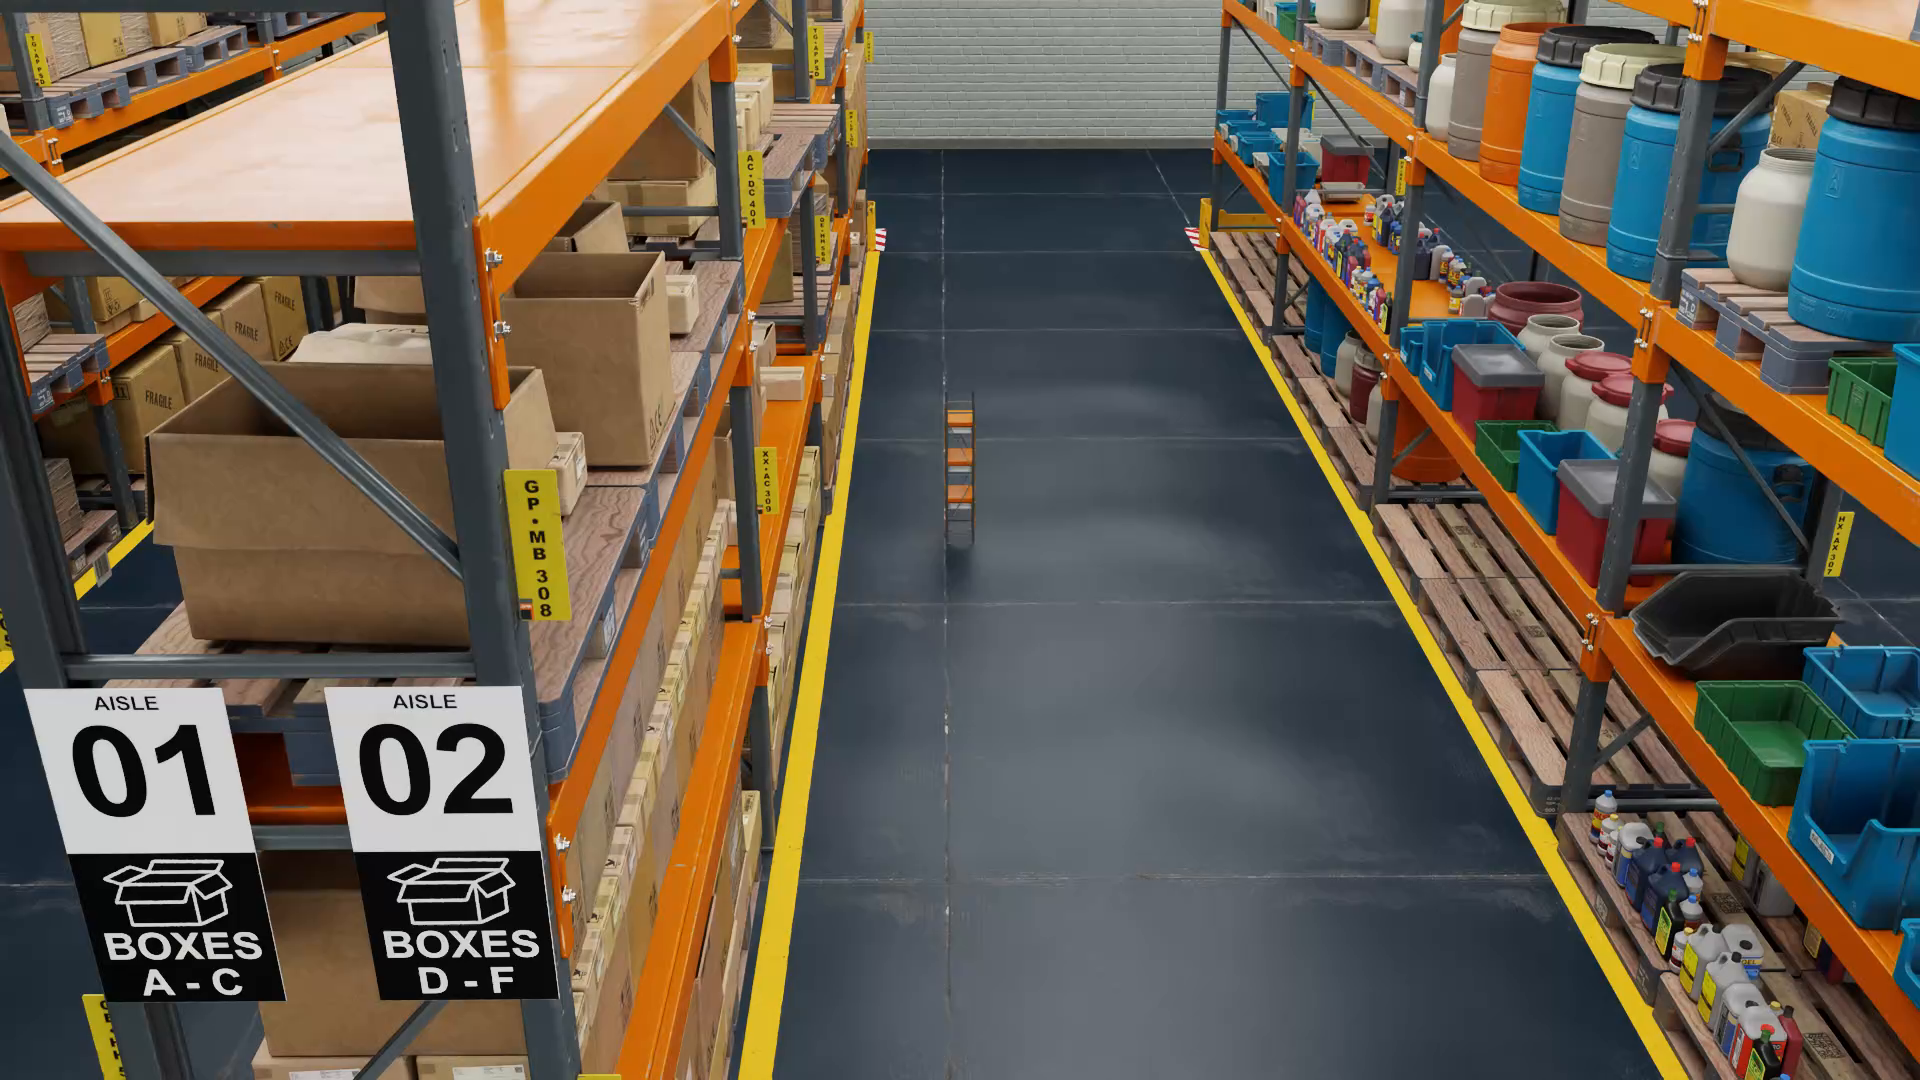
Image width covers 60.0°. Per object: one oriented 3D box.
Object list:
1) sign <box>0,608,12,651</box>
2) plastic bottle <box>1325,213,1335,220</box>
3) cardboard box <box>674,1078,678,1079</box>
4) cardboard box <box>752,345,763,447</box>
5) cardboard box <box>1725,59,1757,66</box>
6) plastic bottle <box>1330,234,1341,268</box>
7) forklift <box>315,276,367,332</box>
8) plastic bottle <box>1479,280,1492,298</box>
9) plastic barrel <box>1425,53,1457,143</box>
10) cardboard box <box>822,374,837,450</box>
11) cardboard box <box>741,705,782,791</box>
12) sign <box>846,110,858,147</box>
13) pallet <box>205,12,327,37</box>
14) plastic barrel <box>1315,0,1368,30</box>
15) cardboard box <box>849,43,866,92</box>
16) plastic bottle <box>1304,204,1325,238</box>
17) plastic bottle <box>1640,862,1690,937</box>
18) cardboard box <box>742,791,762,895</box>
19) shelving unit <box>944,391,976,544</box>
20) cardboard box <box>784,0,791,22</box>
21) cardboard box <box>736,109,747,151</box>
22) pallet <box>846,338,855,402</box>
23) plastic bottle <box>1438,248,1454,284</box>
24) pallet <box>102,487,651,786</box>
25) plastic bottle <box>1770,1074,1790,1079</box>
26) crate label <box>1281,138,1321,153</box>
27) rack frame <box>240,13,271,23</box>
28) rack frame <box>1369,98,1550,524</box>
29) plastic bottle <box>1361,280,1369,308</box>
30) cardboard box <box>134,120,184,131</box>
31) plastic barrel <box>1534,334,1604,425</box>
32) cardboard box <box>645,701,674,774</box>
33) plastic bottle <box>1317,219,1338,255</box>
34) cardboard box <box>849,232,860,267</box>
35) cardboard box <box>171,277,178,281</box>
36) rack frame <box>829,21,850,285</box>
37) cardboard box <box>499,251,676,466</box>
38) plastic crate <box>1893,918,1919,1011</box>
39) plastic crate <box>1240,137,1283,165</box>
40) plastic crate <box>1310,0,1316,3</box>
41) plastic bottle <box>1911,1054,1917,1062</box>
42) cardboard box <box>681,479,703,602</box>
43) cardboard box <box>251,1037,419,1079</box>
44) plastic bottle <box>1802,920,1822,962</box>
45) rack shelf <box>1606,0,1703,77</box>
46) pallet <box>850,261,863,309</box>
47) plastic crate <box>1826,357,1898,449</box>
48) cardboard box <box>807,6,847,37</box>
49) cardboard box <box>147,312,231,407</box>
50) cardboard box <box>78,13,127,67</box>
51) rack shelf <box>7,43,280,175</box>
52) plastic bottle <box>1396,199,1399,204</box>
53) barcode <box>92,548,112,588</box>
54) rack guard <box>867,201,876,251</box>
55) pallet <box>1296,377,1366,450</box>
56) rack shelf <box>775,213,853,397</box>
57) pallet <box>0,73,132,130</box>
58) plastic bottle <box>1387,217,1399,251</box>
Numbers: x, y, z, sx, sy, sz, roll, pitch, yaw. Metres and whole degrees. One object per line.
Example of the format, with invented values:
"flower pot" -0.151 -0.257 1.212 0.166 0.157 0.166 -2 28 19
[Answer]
"sign" -1.931 0.077 3.322 0.100 0.325 0.005 0 24 -1
"plastic bottle" 3.187 -2.726 14.379 0.097 0.201 0.097 0 24 0
"cardboard box" -1.179 2.106 5.371 0.500 0.500 0.500 0 24 -1
"cardboard box" -1.441 -0.837 9.839 0.500 0.500 0.500 -2 24 -3
"cardboard box" 8.084 -4.826 17.691 0.500 0.500 0.500 -1 24 -2
"plastic bottle" 3.046 -2.335 13.430 0.097 0.271 0.097 0 24 0
"forklift" -3.386 -1.034 10.479 1.130 2.935 3.031 -10 26 -21
"plastic bottle" 3.838 -1.766 12.155 0.061 0.283 0.133 0 24 -1
"plastic barrel" 3.175 -2.792 10.507 0.421 0.512 0.421 0 24 0
"cardboard box" -1.206 -0.949 12.707 0.500 0.500 0.500 -1 24 -2
"cardboard box" -1.188 1.060 8.594 0.500 0.250 0.500 -1 24 -2
"sign" -0.964 -3.662 14.803 0.100 0.325 0.005 0 24 -1
"pallet" -6.471 -4.771 15.126 1.003 0.211 1.213 0 24 -1
"plastic barrel" 3.189 -4.554 13.864 0.433 0.535 0.433 0 24 0
"cardboard box" -1.283 -5.098 18.047 0.500 0.500 0.500 0 24 -1
"plastic bottle" 3.062 -2.752 14.345 0.152 0.276 0.135 0 24 -1
"plastic bottle" 3.117 1.564 7.333 0.144 0.351 0.185 -1 24 -3
"cardboard box" -1.208 1.417 7.804 0.500 0.250 0.500 0 24 -1
"shelving unit" -0.001 -0.500 11.582 0.215 1.050 0.252 0 24 -1
"cardboard box" -1.485 -3.951 11.870 0.500 0.500 0.500 0 24 -1
"cardboard box" -1.391 -2.112 8.813 0.500 0.250 0.500 -2 24 -5
"pallet" -1.472 -1.525 14.866 1.003 0.211 1.213 0 24 -1
"plastic bottle" 3.810 -2.148 13.016 0.097 0.271 0.097 0 24 0
"pallet" -1.370 0.196 4.144 1.003 0.211 1.213 0 24 -1
"plastic bottle" 3.107 2.113 6.300 0.097 0.201 0.097 0 24 0
"crate label" 3.597 -4.138 17.506 0.396 0.136 0.243 0 24 -1
"rack frame" -6.472 -5.840 13.744 1.000 3.000 0.127 0 24 -1
"rack frame" 3.478 -1.503 11.434 1.000 3.000 0.127 0 24 -1
"plastic bottle" 3.058 -1.841 12.421 0.097 0.201 0.097 0 24 0
"cardboard box" -6.728 -3.448 14.318 0.500 0.250 0.500 0 24 1
"plastic barrel" 3.707 -0.958 10.092 0.421 0.512 0.421 0 24 0
"cardboard box" -1.193 0.677 5.705 0.380 0.149 0.250 0 24 0
"plastic bottle" 3.068 -2.521 13.835 0.152 0.276 0.135 0 24 -1
"cardboard box" -1.330 -3.112 17.794 0.500 0.250 0.500 0 24 -1
"cardboard box" -6.179 -2.271 12.624 0.500 0.500 0.500 0 24 -1
"rack frame" -1.519 -3.131 15.032 1.000 3.000 0.127 0 24 -1
"cardboard box" -1.133 -0.539 4.861 0.500 0.500 0.500 0 24 -1
"plastic crate" 3.259 1.388 5.221 0.499 0.251 0.408 0 24 -1
"plastic crate" 3.082 -3.981 17.044 0.416 0.233 0.300 0 24 -1
"plastic crate" 3.661 -5.196 16.279 0.437 0.136 0.530 0 24 -1
"plastic bottle" 3.853 1.946 6.584 0.097 0.271 0.097 0 24 0
"cardboard box" -1.414 -0.080 6.591 0.700 0.500 0.500 0 24 -1
"cardboard box" -1.583 1.316 4.291 0.380 0.149 0.250 -1 24 -1
"plastic bottle" 3.720 1.669 7.181 0.061 0.283 0.133 0 24 -1
"rack shelf" 3.499 -2.903 8.606 1.077 0.370 4.000 0 24 -1
"pallet" -1.542 -2.647 17.347 1.003 0.211 1.213 0 24 -1
"plastic crate" 3.266 -0.474 5.775 0.336 0.188 0.450 0 24 -1
"cardboard box" -1.277 -4.631 14.891 0.500 0.250 0.500 0 24 -1
"cardboard box" -6.309 -1.335 13.161 0.750 0.750 0.750 0 24 -1
"cardboard box" -6.543 -3.717 12.034 0.700 0.500 0.500 1 24 2
"rack shelf" -6.451 -3.322 12.688 1.077 0.370 4.000 0 24 -1
"plastic bottle" 3.810 -2.842 14.536 0.061 0.283 0.133 0 24 -1
"barcode" -1.874 0.061 3.632 0.001 0.075 0.075 0 24 -1
"rack guard" -1.562 -3.609 19.123 1.175 0.500 0.348 0 24 -1
"pallet" 3.417 -1.059 13.835 1.003 0.211 1.213 0 24 -1
"rack shelf" -1.497 -1.979 13.359 1.077 0.370 4.000 0 24 -1
"pallet" -6.489 -3.005 11.342 1.213 0.211 1.003 1 24 2
"plastic bottle" 3.647 -2.565 13.938 0.097 0.271 0.097 0 24 0
